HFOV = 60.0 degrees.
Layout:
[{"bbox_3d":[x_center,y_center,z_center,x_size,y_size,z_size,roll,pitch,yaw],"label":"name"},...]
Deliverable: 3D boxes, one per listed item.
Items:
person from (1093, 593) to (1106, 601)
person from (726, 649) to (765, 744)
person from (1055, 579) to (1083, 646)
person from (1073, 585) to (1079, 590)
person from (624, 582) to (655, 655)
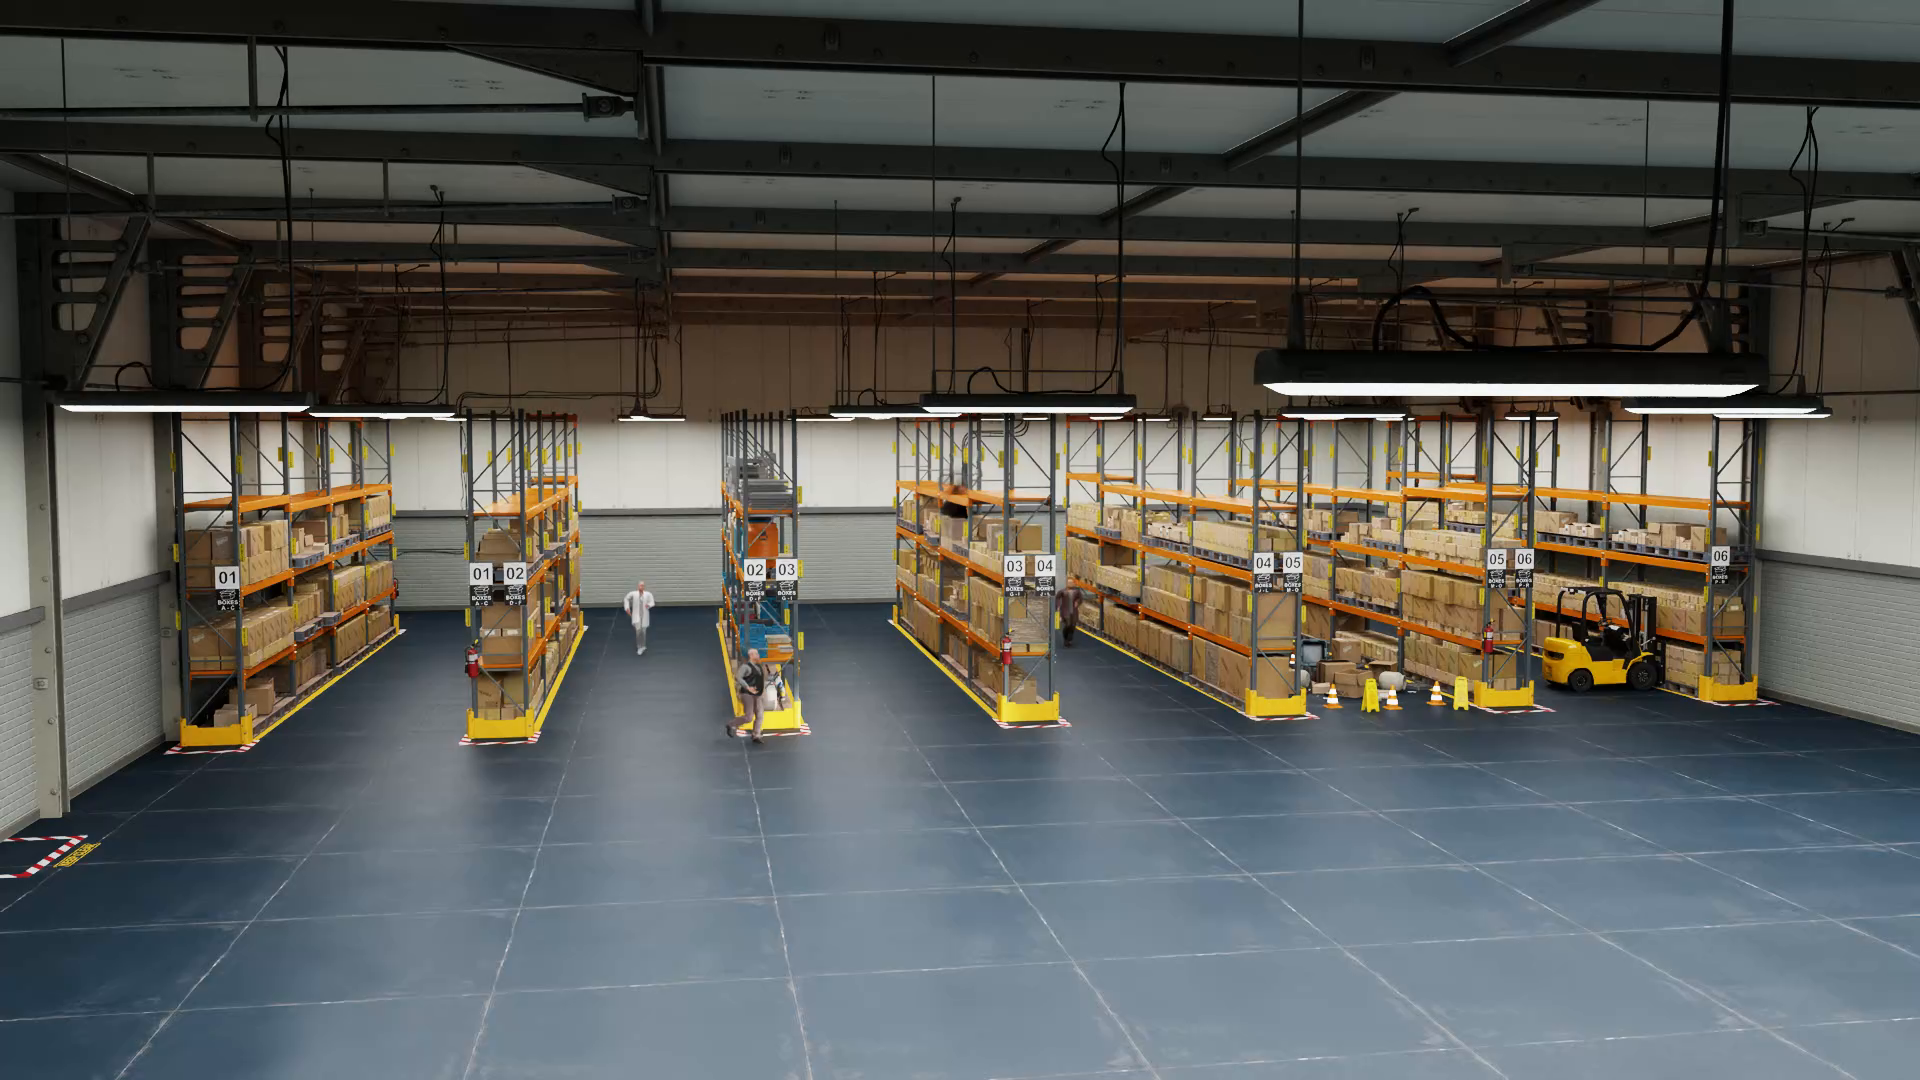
[{"bbox_3d":[4.085,1.378,49.984,1.150,1.663,0.742,3,5,36],"label":"person"},{"bbox_3d":[-3.730,2.799,29.942,0.835,1.671,0.713,2,5,30],"label":"person"},{"bbox_3d":[2.821,1.866,42.617,0.694,1.742,0.700,-1,4,-11],"label":"person"},{"bbox_3d":[3.411,1.384,49.940,0.570,1.725,0.701,-1,4,-14],"label":"person"},{"bbox_3d":[-8.010,1.947,41.644,0.718,1.815,0.862,-2,4,-22],"label":"person"}]
